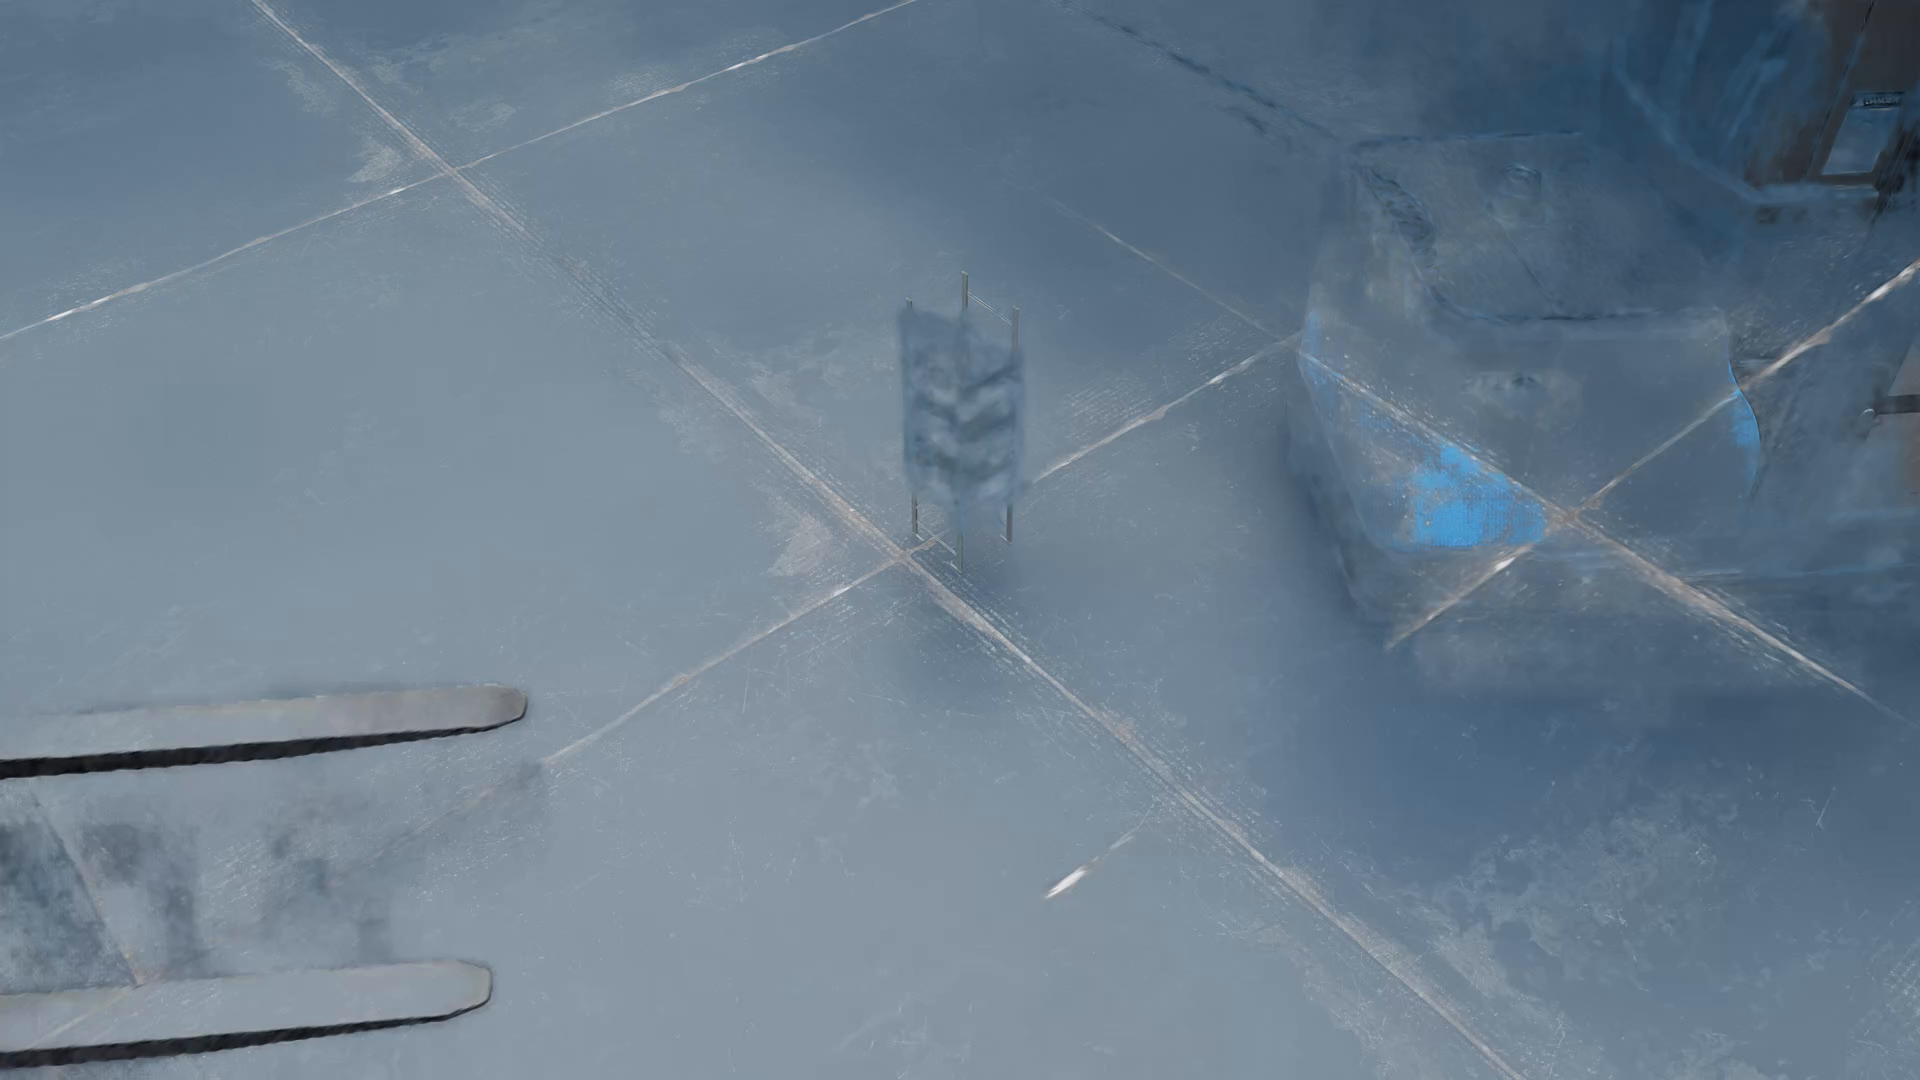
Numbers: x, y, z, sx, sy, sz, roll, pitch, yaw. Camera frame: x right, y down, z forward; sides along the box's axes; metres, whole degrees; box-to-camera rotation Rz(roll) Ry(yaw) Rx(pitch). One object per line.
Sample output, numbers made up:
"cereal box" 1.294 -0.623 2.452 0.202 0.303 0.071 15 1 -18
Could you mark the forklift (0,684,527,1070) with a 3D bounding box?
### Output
"forklift" 2.635 -1.244 4.433 3.031 2.935 1.130 -4 43 -4
